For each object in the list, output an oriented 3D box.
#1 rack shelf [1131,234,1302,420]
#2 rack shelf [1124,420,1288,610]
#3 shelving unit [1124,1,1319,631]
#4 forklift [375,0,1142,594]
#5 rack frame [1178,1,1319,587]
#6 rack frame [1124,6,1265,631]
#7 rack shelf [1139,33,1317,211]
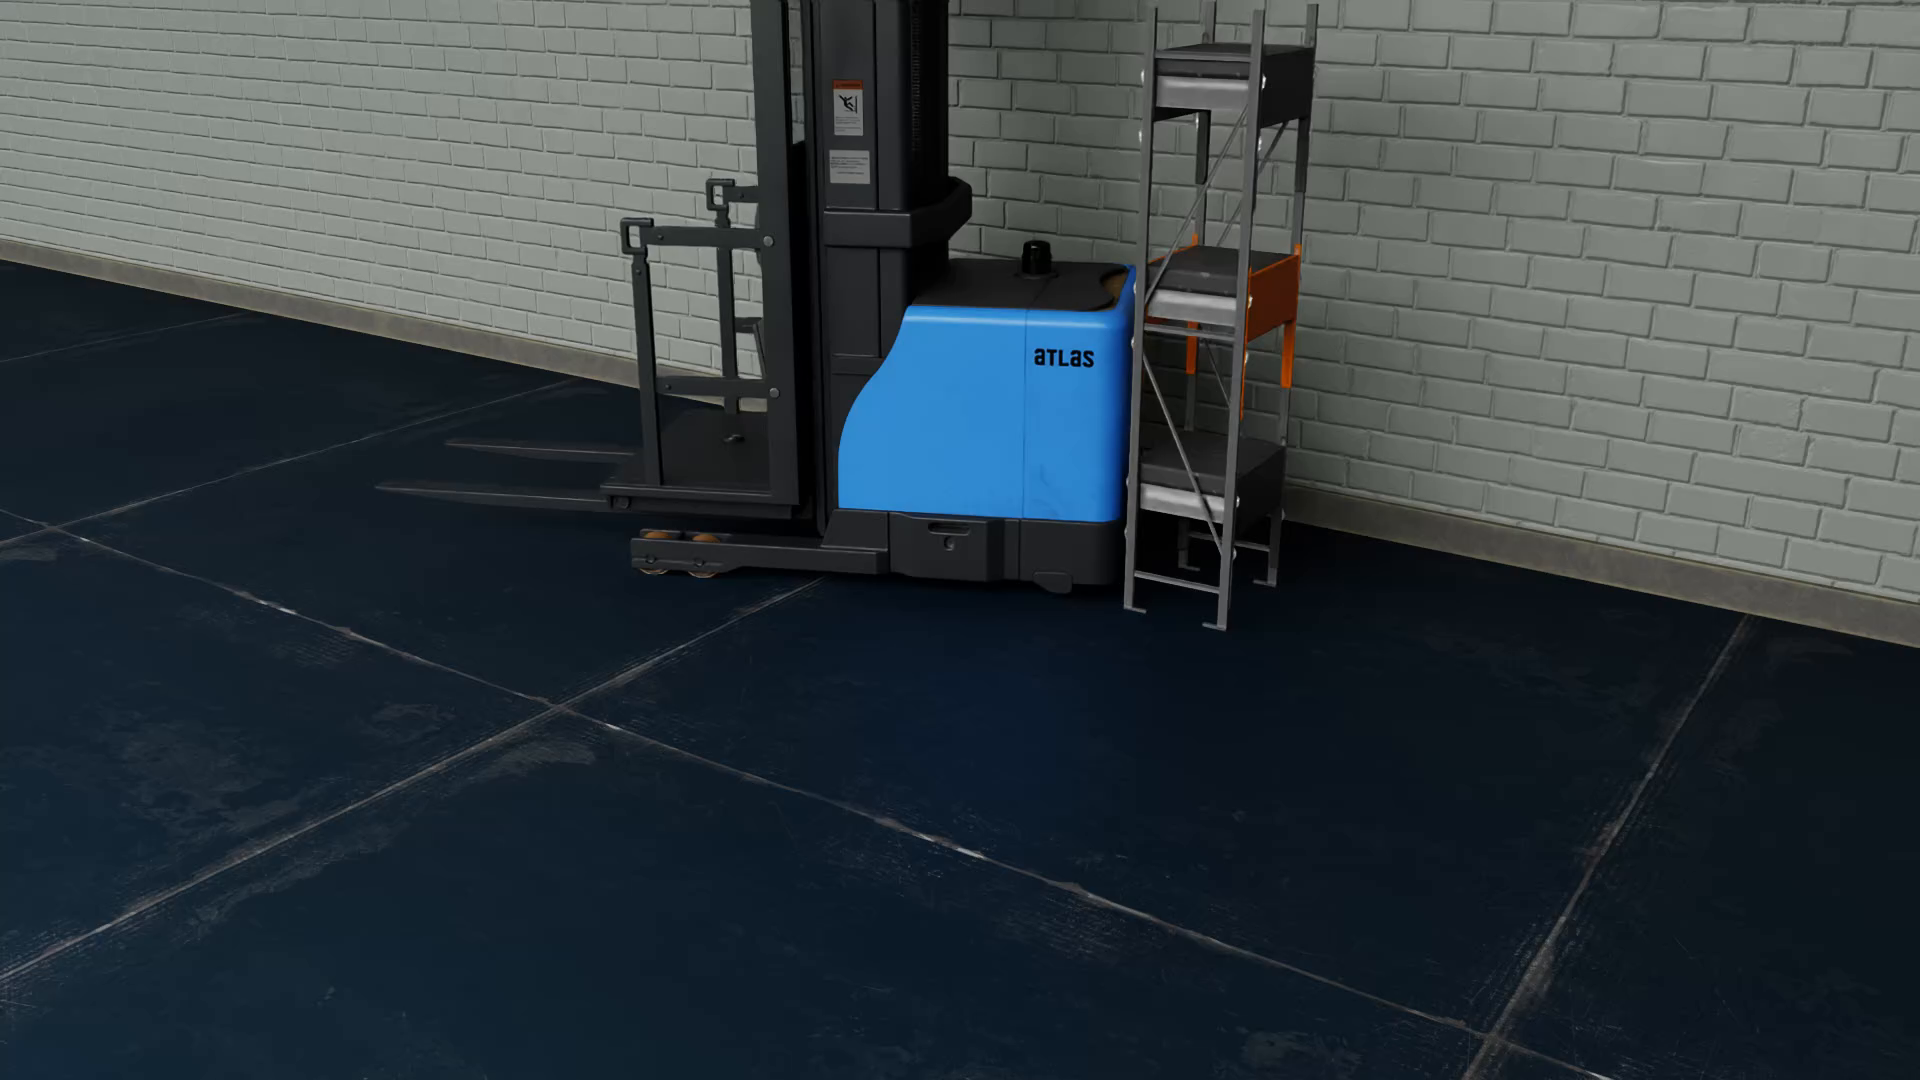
[{"bbox_3d":[0.899,-0.758,5.827,0.431,0.518,0.480,12,23,29],"label":"rack shelf"},{"bbox_3d":[0.899,-0.102,6.071,0.431,0.518,0.480,12,23,29],"label":"rack shelf"},{"bbox_3d":[0.899,-0.771,5.823,0.431,2.100,0.503,12,23,29],"label":"shelving unit"},{"bbox_3d":[-0.811,-1.403,6.333,3.031,2.935,1.130,3,21,9],"label":"forklift"},{"bbox_3d":[1.025,-0.844,6.019,0.400,2.100,0.015,12,23,29],"label":"rack frame"},{"bbox_3d":[0.774,-0.698,5.626,0.400,2.100,0.015,12,23,29],"label":"rack frame"},{"bbox_3d":[0.900,-1.415,5.584,0.431,0.518,0.480,12,23,29],"label":"rack shelf"}]
